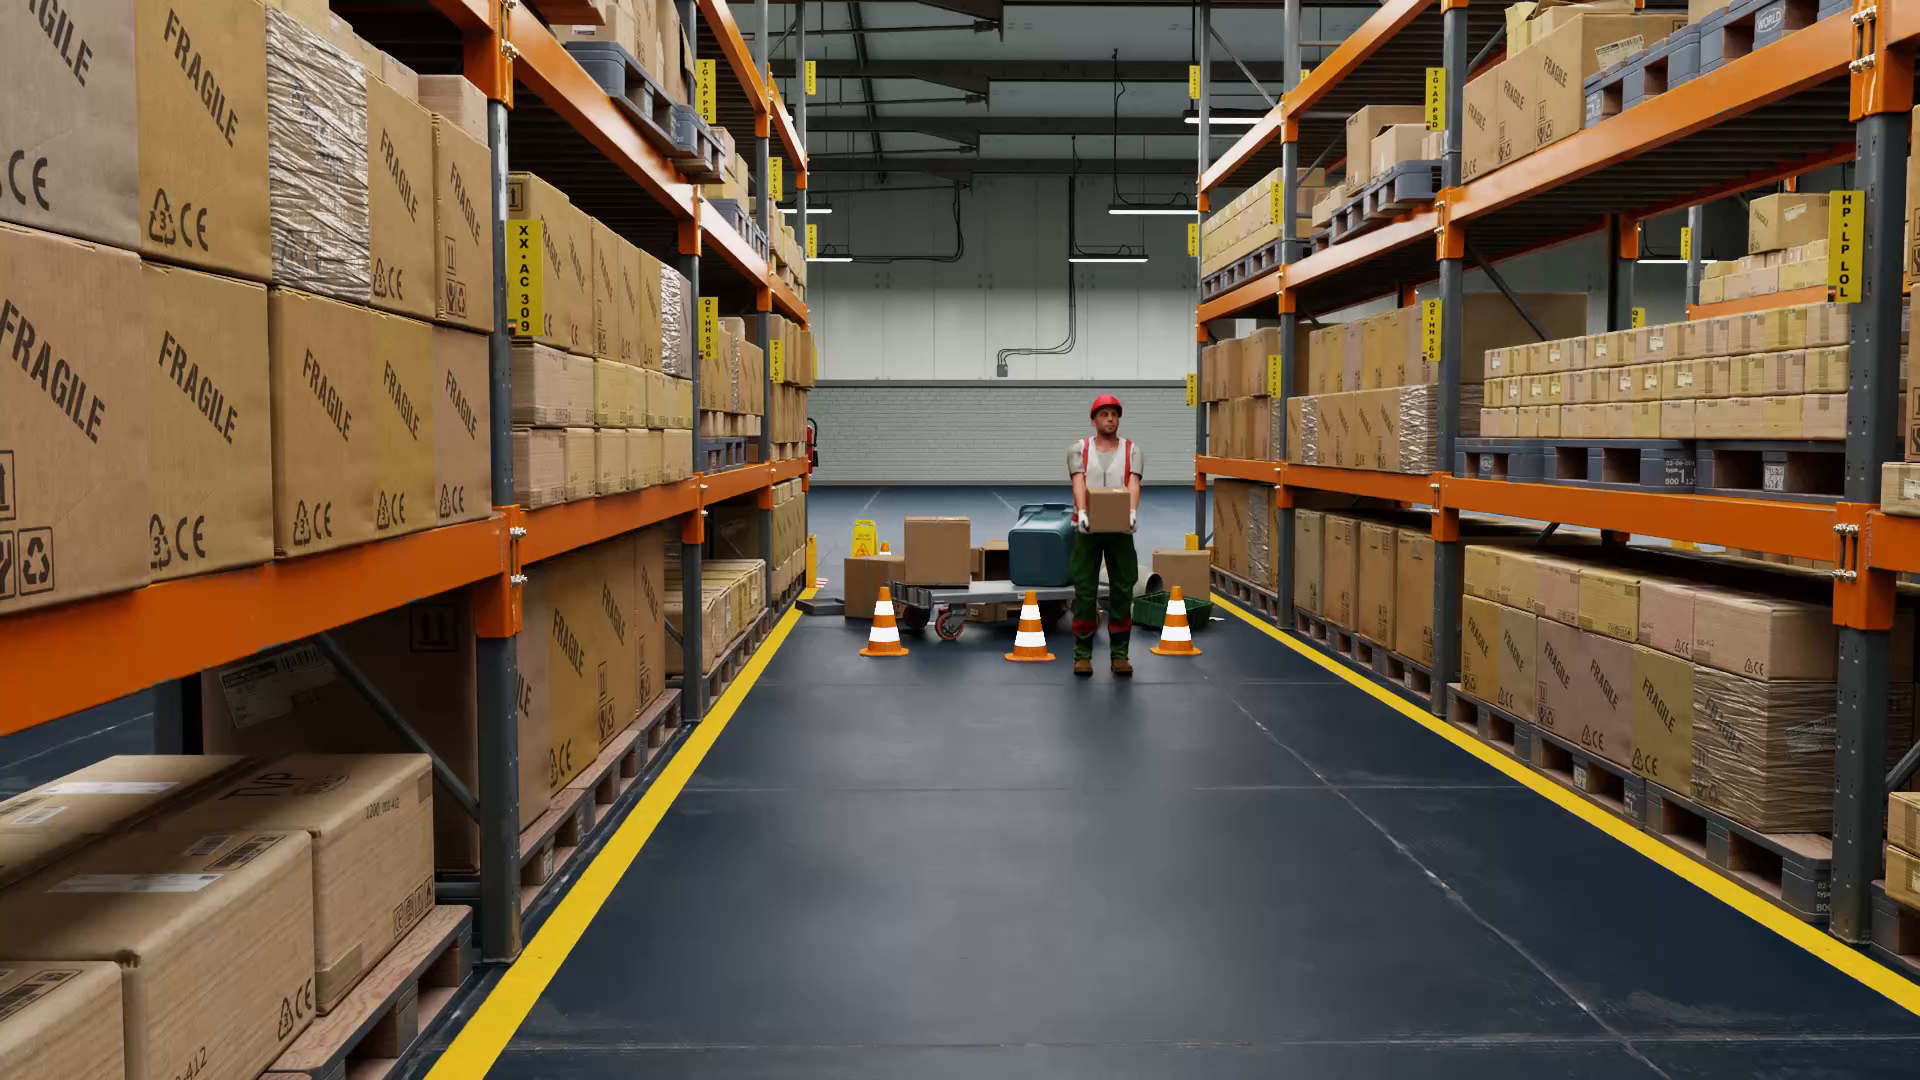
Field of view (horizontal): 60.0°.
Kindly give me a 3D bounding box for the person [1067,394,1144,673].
[{"bbox_3d":[0.932,-0.033,10.553,0.493,1.782,0.564,0,4,-1],"label":"person"}]
